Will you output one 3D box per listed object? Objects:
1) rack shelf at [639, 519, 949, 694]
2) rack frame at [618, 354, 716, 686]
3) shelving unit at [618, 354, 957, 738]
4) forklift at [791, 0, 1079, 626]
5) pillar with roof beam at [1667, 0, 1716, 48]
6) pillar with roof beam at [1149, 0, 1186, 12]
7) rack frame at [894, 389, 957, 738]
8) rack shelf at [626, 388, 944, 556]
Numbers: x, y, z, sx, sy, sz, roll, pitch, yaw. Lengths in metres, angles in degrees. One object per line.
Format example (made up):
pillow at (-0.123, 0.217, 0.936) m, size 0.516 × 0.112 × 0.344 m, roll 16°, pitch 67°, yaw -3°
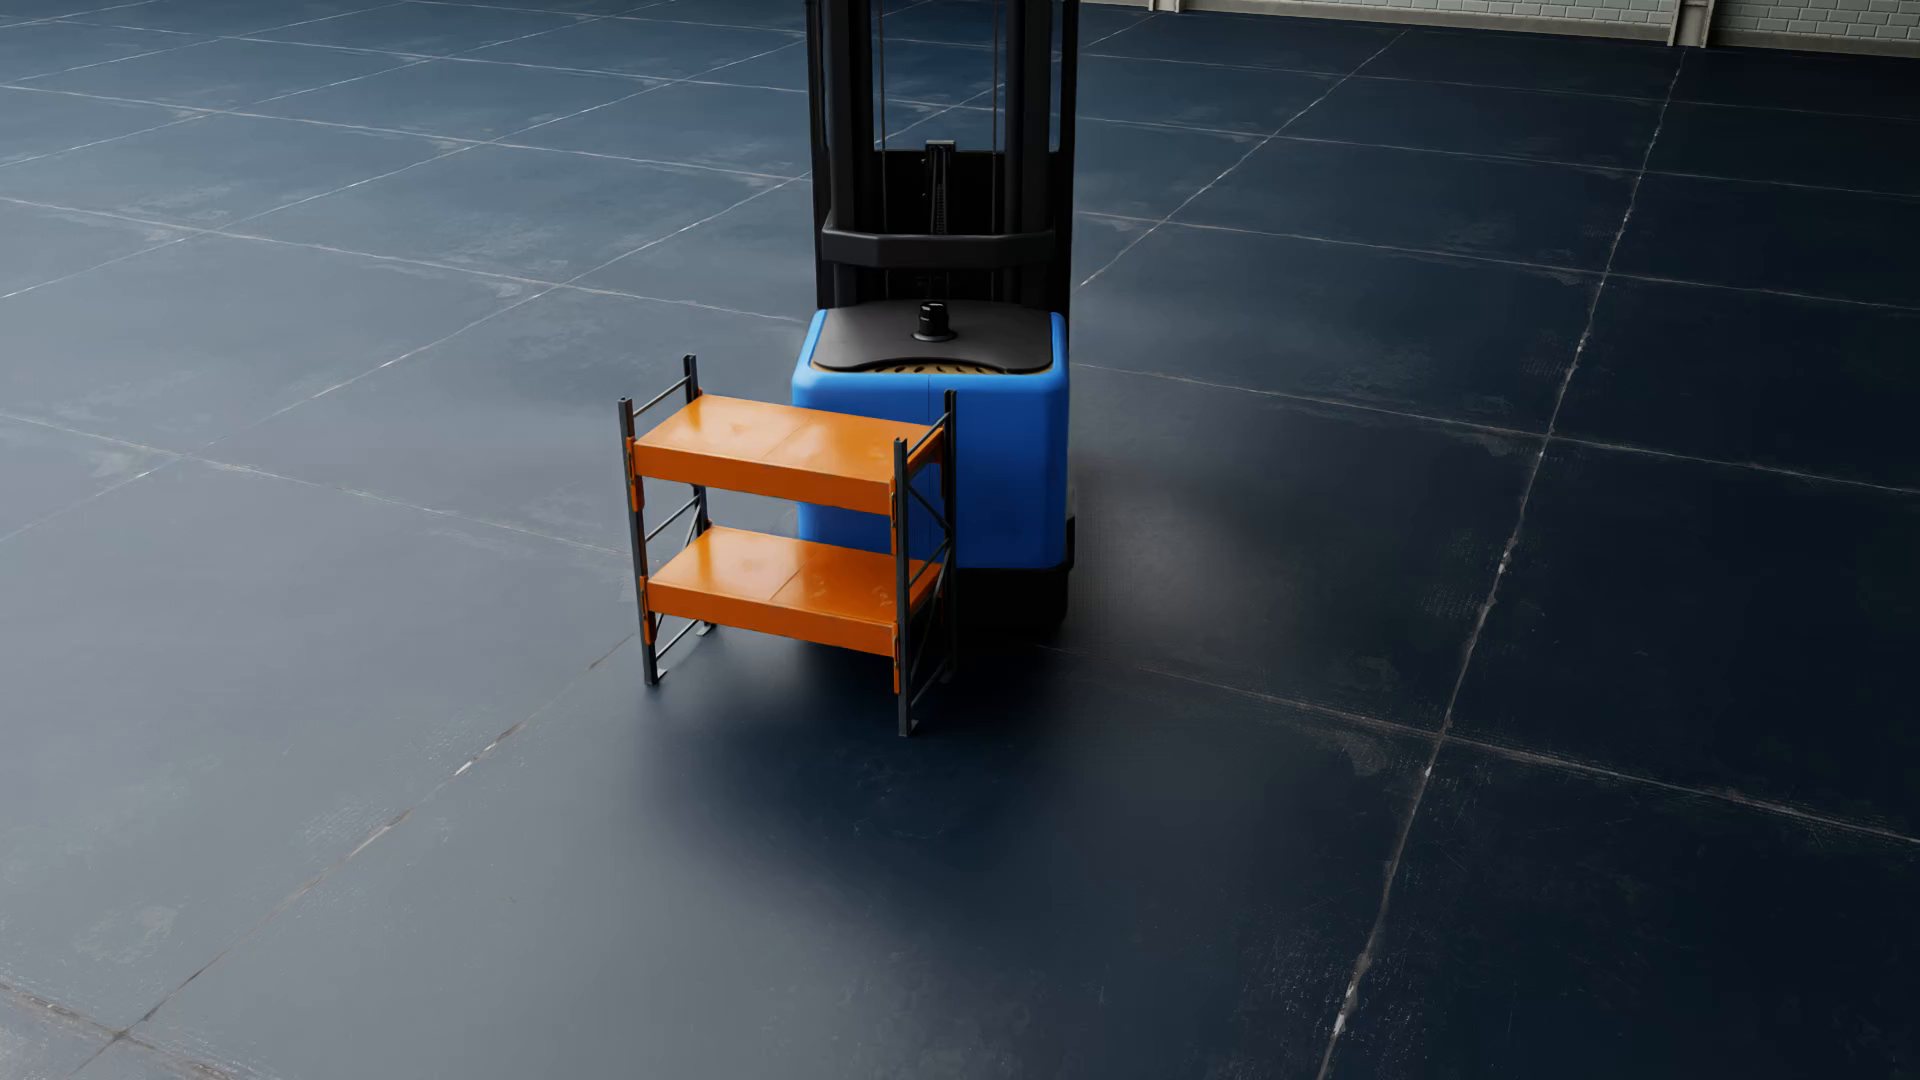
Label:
rack shelf at (-0.590, 0.226, 6.070) m, size 1.000 × 0.278 × 0.538 m, roll 9°, pitch 28°, yaw 18°
rack frame at (-1.067, -0.071, 6.120) m, size 0.032 × 1.125 × 0.500 m, roll 9°, pitch 28°, yaw 18°
shelving unit at (-0.590, 0.007, 5.962) m, size 1.048 × 1.125 × 0.538 m, roll 9°, pitch 28°, yaw 18°
forklift at (-0.062, -1.594, 7.169) m, size 1.130 × 2.935 × 3.031 m, roll 1°, pitch 26°, yaw 2°
pillar with roof beam at (6.251, -7.778, 12.860) m, size 0.400 × 9.000 × 9.100 m, roll 11°, pitch 28°, yaw 22°
pillar with roof beam at (0.789, -8.875, 15.088) m, size 0.400 × 9.000 × 9.100 m, roll 11°, pitch 28°, yaw 22°
rack frame at (-0.113, 0.085, 5.803) m, size 0.032 × 1.125 × 0.500 m, roll 9°, pitch 28°, yaw 18°
rack shelf at (-0.590, -0.255, 5.832) m, size 1.000 × 0.278 × 0.538 m, roll 9°, pitch 28°, yaw 18°
